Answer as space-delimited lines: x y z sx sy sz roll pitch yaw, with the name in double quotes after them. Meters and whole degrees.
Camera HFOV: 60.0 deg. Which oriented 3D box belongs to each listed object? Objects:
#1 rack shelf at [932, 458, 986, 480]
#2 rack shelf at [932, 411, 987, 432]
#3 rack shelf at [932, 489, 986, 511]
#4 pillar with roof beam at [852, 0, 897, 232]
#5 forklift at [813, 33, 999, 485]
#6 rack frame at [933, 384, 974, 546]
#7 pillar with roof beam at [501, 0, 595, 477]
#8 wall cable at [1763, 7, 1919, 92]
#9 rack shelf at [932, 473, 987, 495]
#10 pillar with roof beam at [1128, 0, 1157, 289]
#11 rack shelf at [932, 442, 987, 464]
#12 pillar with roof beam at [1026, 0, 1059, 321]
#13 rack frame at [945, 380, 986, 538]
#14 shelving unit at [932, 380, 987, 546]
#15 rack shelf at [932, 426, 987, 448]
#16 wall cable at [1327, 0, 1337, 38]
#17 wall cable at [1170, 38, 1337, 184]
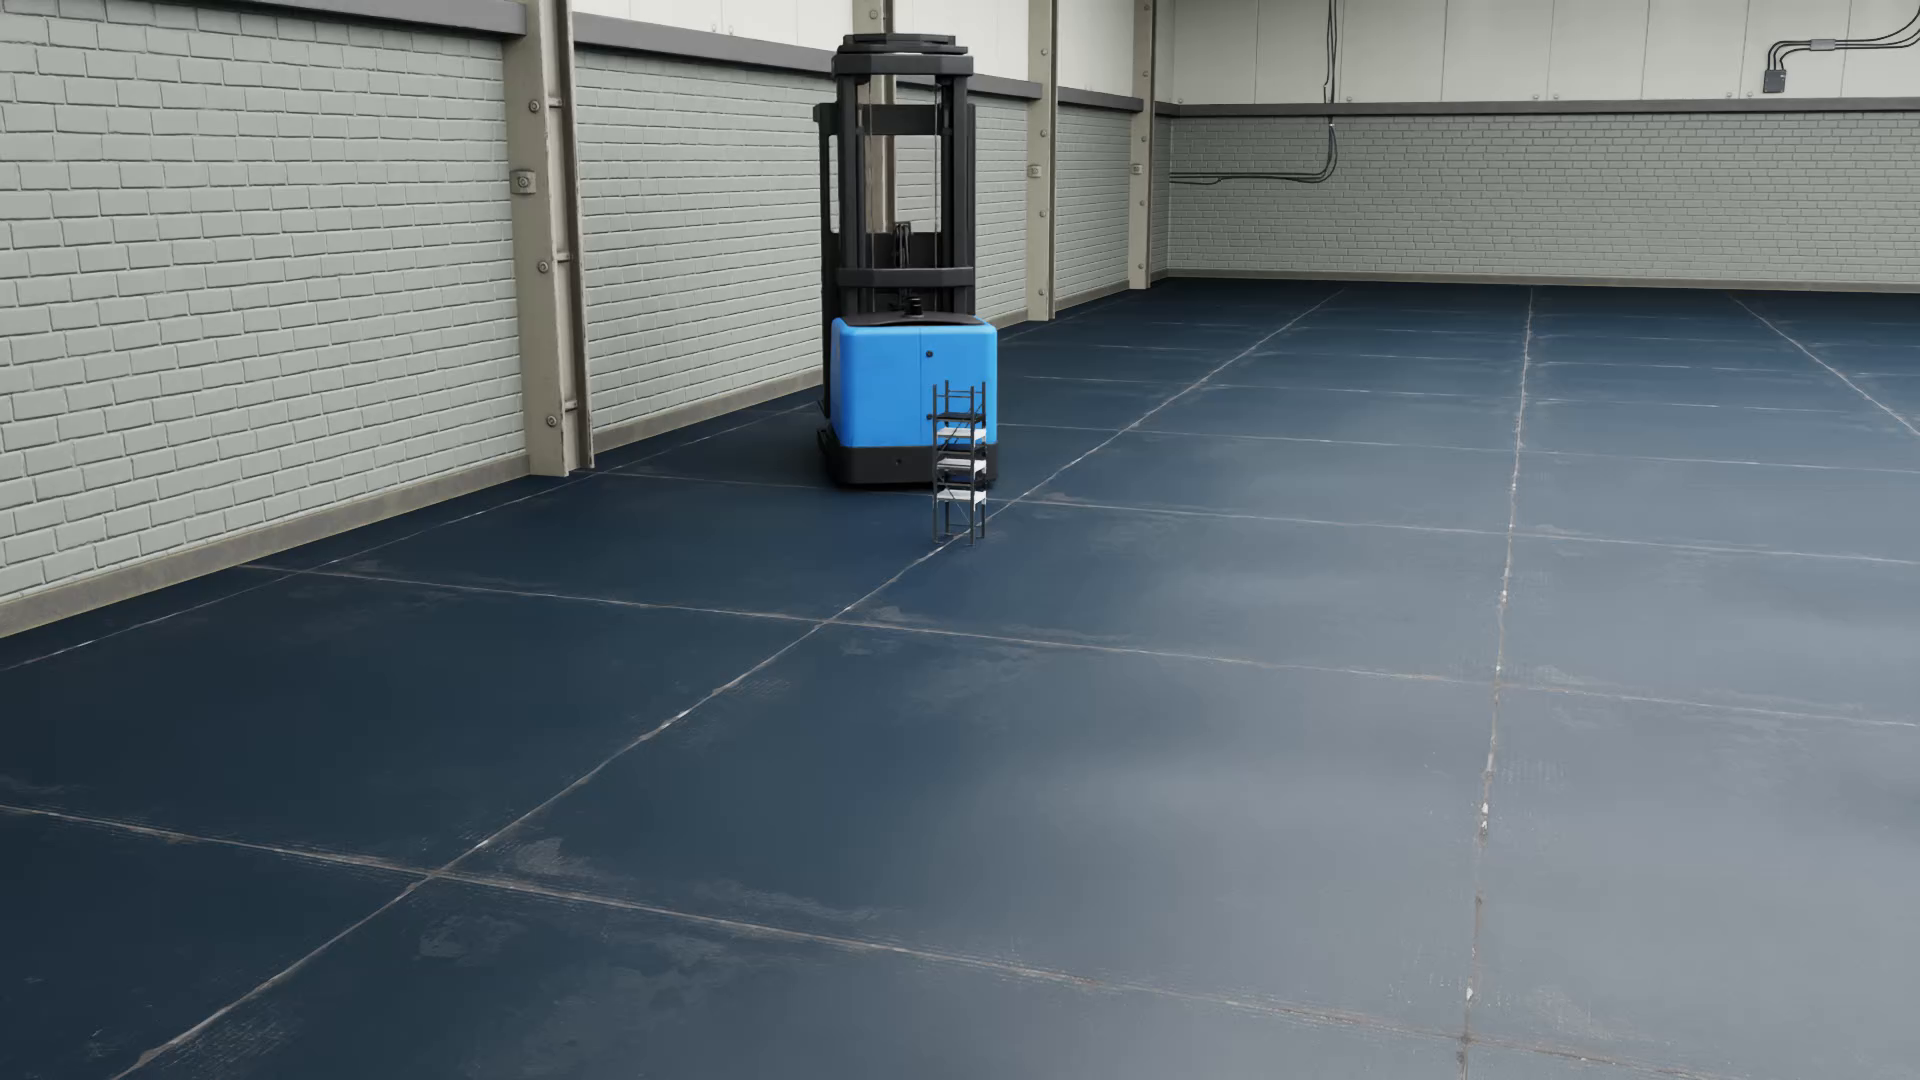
-0.003 -0.405 9.388 0.258 0.077 0.200 4 14 18 "rack shelf"
-0.003 -0.668 9.328 0.258 0.077 0.200 4 14 18 "rack shelf"
-0.003 -0.229 9.428 0.258 0.077 0.200 4 14 18 "rack shelf"
3.225 -5.827 14.795 9.100 9.000 0.400 4 14 18 "pillar with roof beam"
-0.470 -2.067 11.957 1.130 2.935 3.031 -2 13 -8 "forklift"
-0.036 -0.416 9.287 0.240 0.900 0.006 4 14 18 "rack frame"
1.284 -4.564 9.260 9.100 9.000 0.400 4 14 18 "pillar with roof beam"
14.216 -10.160 26.136 2.305 6.003 0.169 4 14 18 "wall cable"
-0.003 -0.317 9.408 0.258 0.077 0.200 4 14 18 "rack shelf"
7.108 -8.354 25.865 9.100 9.000 0.400 4 14 18 "pillar with roof beam"
-0.003 -0.492 9.368 0.258 0.077 0.200 4 14 18 "rack shelf"
5.166 -7.090 20.330 9.100 9.000 0.400 4 14 18 "pillar with roof beam"
0.030 -0.458 9.474 0.240 0.900 0.006 4 14 18 "rack frame"
-0.003 -0.437 9.380 0.258 0.900 0.210 4 14 18 "shelving unit"
-0.003 -0.580 9.348 0.258 0.077 0.200 4 14 18 "rack shelf"
7.799 -9.942 28.454 3.097 2.526 0.112 4 14 18 "wall cable"
5.239 -7.675 29.869 3.097 2.526 0.112 4 14 18 "wall cable"
